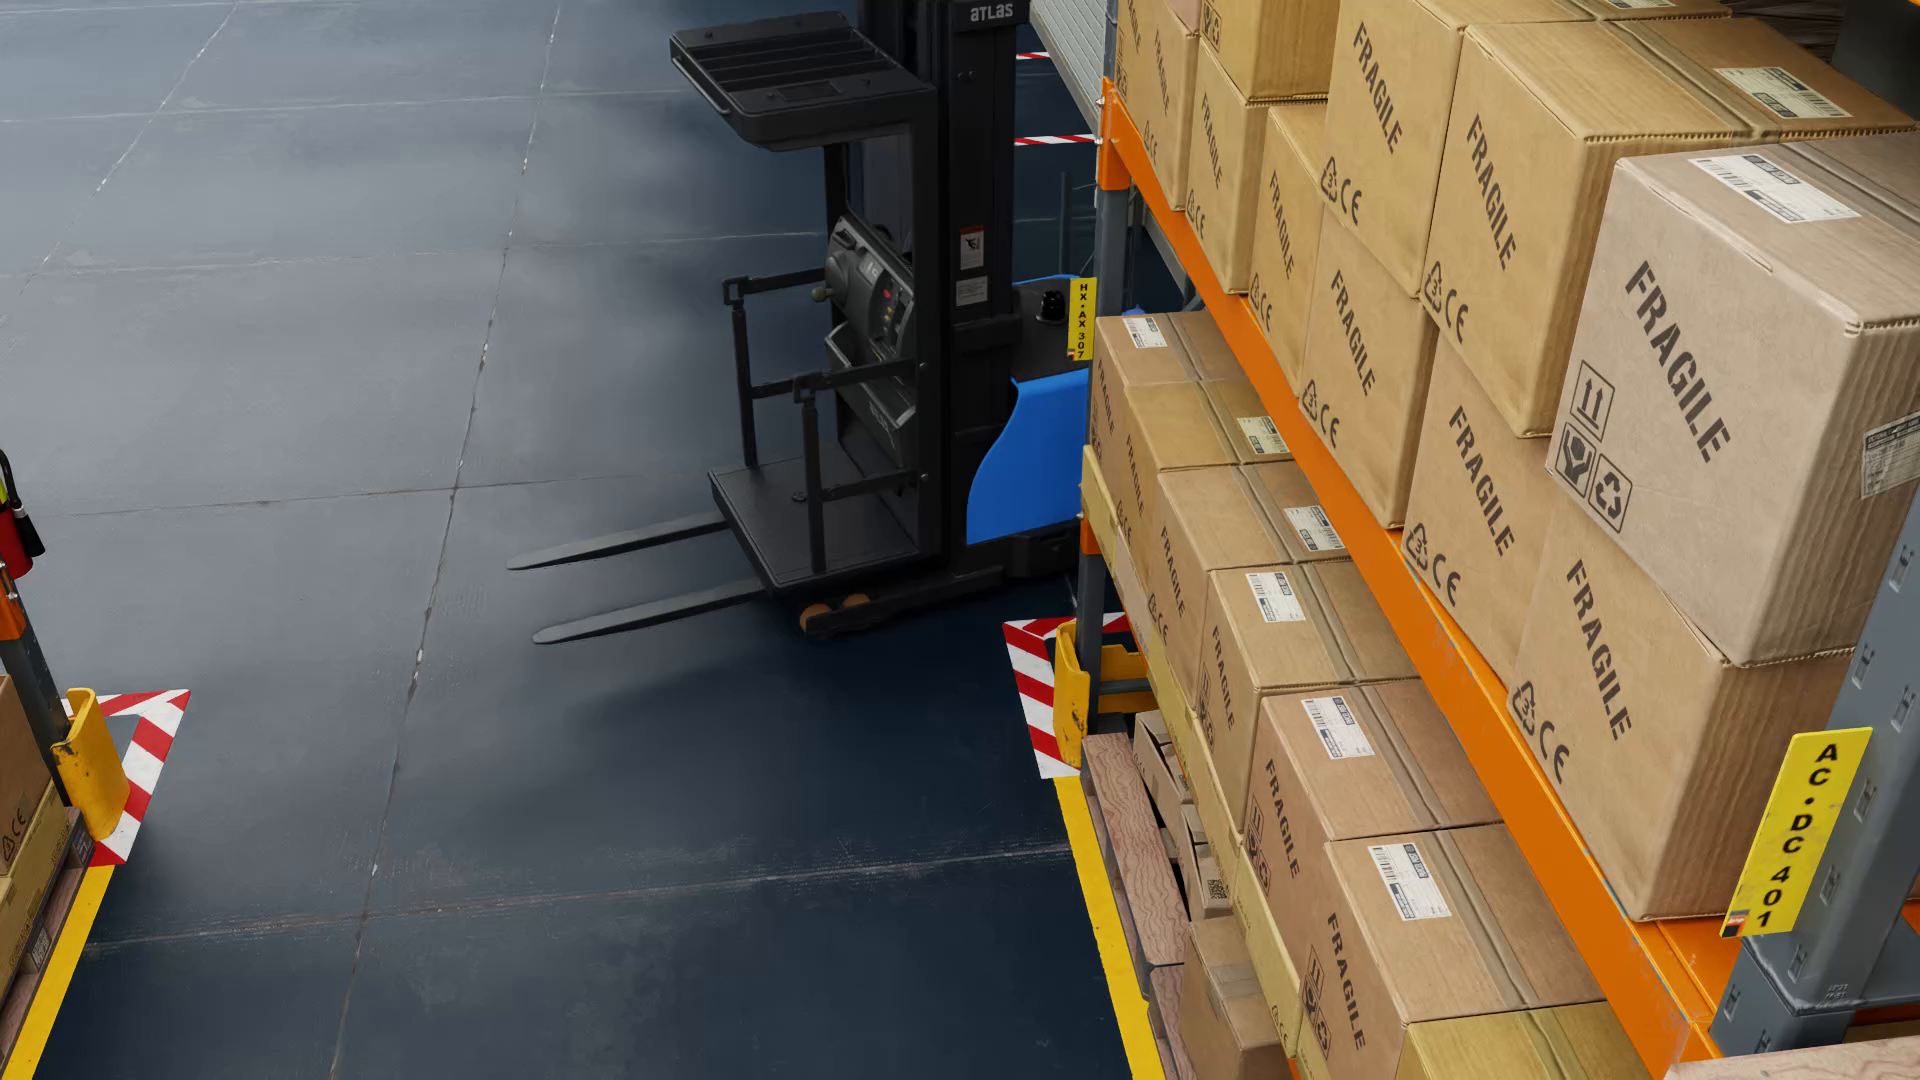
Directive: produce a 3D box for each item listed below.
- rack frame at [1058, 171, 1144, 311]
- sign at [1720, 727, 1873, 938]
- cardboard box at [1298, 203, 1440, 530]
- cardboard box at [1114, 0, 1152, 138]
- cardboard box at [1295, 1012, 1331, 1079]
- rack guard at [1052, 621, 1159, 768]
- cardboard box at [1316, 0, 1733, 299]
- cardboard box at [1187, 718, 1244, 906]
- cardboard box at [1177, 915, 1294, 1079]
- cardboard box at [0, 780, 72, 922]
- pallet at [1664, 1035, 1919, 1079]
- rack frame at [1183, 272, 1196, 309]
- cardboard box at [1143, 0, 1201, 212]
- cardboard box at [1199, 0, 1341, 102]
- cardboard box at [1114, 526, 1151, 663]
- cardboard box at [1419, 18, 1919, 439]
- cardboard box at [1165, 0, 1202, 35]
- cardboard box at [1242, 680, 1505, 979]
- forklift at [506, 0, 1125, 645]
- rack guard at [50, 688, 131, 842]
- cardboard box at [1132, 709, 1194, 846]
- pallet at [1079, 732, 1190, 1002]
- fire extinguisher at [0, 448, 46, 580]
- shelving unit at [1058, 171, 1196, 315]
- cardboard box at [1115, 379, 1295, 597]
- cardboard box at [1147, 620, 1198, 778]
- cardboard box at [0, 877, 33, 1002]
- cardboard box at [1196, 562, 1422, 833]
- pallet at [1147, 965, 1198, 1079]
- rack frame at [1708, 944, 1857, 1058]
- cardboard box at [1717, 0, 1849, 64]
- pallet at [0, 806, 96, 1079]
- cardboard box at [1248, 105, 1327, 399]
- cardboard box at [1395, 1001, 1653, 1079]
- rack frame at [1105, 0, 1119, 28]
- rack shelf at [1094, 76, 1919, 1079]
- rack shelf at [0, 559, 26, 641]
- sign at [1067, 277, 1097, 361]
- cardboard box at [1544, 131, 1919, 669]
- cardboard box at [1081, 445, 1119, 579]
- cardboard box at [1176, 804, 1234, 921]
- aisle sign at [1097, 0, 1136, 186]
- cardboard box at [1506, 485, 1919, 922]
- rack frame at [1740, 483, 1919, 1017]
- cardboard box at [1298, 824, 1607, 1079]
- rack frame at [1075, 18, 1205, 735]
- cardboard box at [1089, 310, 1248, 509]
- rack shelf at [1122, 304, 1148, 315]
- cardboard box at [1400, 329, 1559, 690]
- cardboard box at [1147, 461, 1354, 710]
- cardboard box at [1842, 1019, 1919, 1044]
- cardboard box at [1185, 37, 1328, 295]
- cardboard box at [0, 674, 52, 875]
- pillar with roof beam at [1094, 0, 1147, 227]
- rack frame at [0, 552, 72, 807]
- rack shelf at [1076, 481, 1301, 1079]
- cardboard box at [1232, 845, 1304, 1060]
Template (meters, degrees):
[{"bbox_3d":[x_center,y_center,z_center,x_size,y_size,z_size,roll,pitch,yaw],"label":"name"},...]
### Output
[{"bbox_3d":[0.729,-1.274,8.788,0.500,1.500,0.032,-19,39,-25],"label":"rack frame"},{"bbox_3d":[0.981,0.349,1.952,0.100,0.325,0.005,-4,35,-6],"label":"sign"},{"bbox_3d":[1.037,-0.385,3.381,0.500,0.500,0.500,-6,35,-8],"label":"cardboard box"},{"bbox_3d":[0.777,-1.559,5.104,0.500,0.500,0.500,-4,34,-5],"label":"cardboard box"},{"bbox_3d":[1.094,1.290,3.809,0.500,0.250,0.500,-4,35,-6],"label":"cardboard box"},{"bbox_3d":[0.990,0.600,6.926,1.175,0.500,0.348,-4,35,-6],"label":"rack guard"},{"bbox_3d":[1.016,-0.800,3.103,0.500,0.500,0.500,-6,35,-8],"label":"cardboard box"},{"bbox_3d":[0.943,0.730,4.630,0.500,0.250,0.500,-4,34,-6],"label":"cardboard box"},{"bbox_3d":[1.109,1.500,5.215,0.700,0.500,0.500,-6,35,-9],"label":"cardboard box"},{"bbox_3d":[-3.564,1.141,5.980,0.500,0.250,0.500,-4,35,-6],"label":"cardboard box"},{"bbox_3d":[1.495,0.947,1.700,1.213,0.211,1.003,-4,35,-6],"label":"pallet"},{"bbox_3d":[1.256,-0.784,8.069,0.500,1.500,0.032,-19,39,-25],"label":"rack frame"},{"bbox_3d":[0.813,-1.257,4.660,0.500,0.500,0.500,-2,34,-3],"label":"cardboard box"},{"bbox_3d":[0.888,-1.376,3.947,0.500,0.500,0.500,-3,34,-5],"label":"cardboard box"},{"bbox_3d":[0.814,0.163,5.462,0.500,0.250,0.500,-5,35,-8],"label":"cardboard box"},{"bbox_3d":[1.097,-0.511,2.679,0.500,0.500,0.500,-3,34,-4],"label":"cardboard box"},{"bbox_3d":[0.808,-1.661,4.365,0.500,0.500,0.500,-5,35,-7],"label":"cardboard box"},{"bbox_3d":[1.017,0.700,4.009,0.500,0.500,0.500,-5,35,-8],"label":"cardboard box"},{"bbox_3d":[-0.585,-1.091,7.249,3.031,2.935,1.130,-14,37,-19],"label":"forklift"},{"bbox_3d":[-3.932,0.921,6.454,1.175,0.500,0.348,-4,35,-6],"label":"rack guard"},{"bbox_3d":[0.983,0.847,6.341,0.500,0.311,0.500,-8,35,-12],"label":"cardboard box"},{"bbox_3d":[1.064,1.175,6.338,1.003,0.211,1.213,-4,35,-6],"label":"pallet"},{"bbox_3d":[-3.484,-0.167,5.901,0.296,0.674,0.183,-4,35,-6],"label":"fire extinguisher"},{"bbox_3d":[0.992,-1.029,8.428,0.538,1.500,1.048,-19,39,-25],"label":"shelving unit"},{"bbox_3d":[0.802,-0.166,5.280,0.500,0.500,0.500,-4,35,-6],"label":"cardboard box"},{"bbox_3d":[0.877,0.448,5.045,0.500,0.250,0.500,-5,35,-7],"label":"cardboard box"},{"bbox_3d":[-3.485,1.419,5.572,0.500,0.250,0.500,-4,35,-6],"label":"cardboard box"},{"bbox_3d":[0.947,0.410,4.434,0.500,0.500,0.500,-3,34,-5],"label":"cardboard box"},{"bbox_3d":[1.225,1.854,5.341,1.003,0.211,1.213,-4,35,-6],"label":"pallet"},{"bbox_3d":[1.517,1.757,3.009,1.000,3.000,0.127,-4,35,-6],"label":"rack frame"},{"bbox_3d":[1.485,-1.095,3.536,0.500,0.500,0.500,-4,35,-6],"label":"cardboard box"},{"bbox_3d":[-3.785,1.477,5.894,1.003,0.211,1.213,-4,35,-6],"label":"pallet"},{"bbox_3d":[0.980,-0.670,3.799,0.500,0.500,0.500,-2,34,-3],"label":"cardboard box"},{"bbox_3d":[1.147,1.260,3.187,0.500,0.500,0.500,-4,35,-6],"label":"cardboard box"},{"bbox_3d":[0.979,-2.955,4.595,1.000,3.000,0.127,-4,35,-6],"label":"rack frame"},{"bbox_3d":[1.248,-0.302,4.004,1.077,0.370,4.000,-4,35,-6],"label":"rack shelf"},{"bbox_3d":[-3.660,1.315,4.296,1.077,0.370,4.000,-4,35,-6],"label":"rack shelf"},{"bbox_3d":[0.442,-0.792,5.980,0.100,0.325,0.005,-4,35,-6],"label":"sign"},{"bbox_3d":[1.181,-0.205,2.229,0.500,0.500,0.500,-7,35,-10],"label":"cardboard box"},{"bbox_3d":[0.730,-0.126,5.886,0.500,0.250,0.500,-5,35,-8],"label":"cardboard box"},{"bbox_3d":[1.060,1.165,5.874,0.500,0.311,0.500,-2,34,-2],"label":"cardboard box"},{"bbox_3d":[0.672,-1.567,5.578,0.394,0.787,0.004,-4,35,-6],"label":"aisle sign"},{"bbox_3d":[1.204,0.203,2.518,0.500,0.500,0.500,-3,34,-5],"label":"cardboard box"},{"bbox_3d":[1.517,-0.723,1.319,1.000,3.000,0.127,-4,35,-6],"label":"rack frame"},{"bbox_3d":[1.074,0.982,3.595,0.500,0.500,0.500,-5,35,-7],"label":"cardboard box"},{"bbox_3d":[0.979,-0.476,6.284,1.000,3.000,0.127,-4,35,-6],"label":"rack frame"},{"bbox_3d":[0.746,-0.443,5.685,0.500,0.500,0.500,-4,35,-6],"label":"cardboard box"},{"bbox_3d":[0.992,-0.880,8.530,0.538,0.185,1.000,-19,39,-25],"label":"rack shelf"},{"bbox_3d":[1.149,-0.079,2.932,0.500,0.500,0.500,-7,35,-10],"label":"cardboard box"},{"bbox_3d":[0.865,0.123,4.856,0.500,0.500,0.500,-5,35,-8],"label":"cardboard box"},{"bbox_3d":[1.661,1.222,3.242,0.500,0.500,0.500,-5,35,-7],"label":"cardboard box"},{"bbox_3d":[0.887,-0.967,4.236,0.500,0.500,0.500,-3,34,-4],"label":"cardboard box"},{"bbox_3d":[-3.562,0.831,5.770,0.500,0.500,0.500,-4,35,-6],"label":"cardboard box"},{"bbox_3d":[-3.142,-5.652,8.552,9.100,9.000,0.400,-4,35,-6],"label":"pillar with roof beam"},{"bbox_3d":[-3.929,-0.098,5.731,1.000,3.000,0.127,-4,35,-6],"label":"rack frame"},{"bbox_3d":[1.248,0.938,4.849,1.077,0.370,4.000,-4,35,-6],"label":"rack shelf"},{"bbox_3d":[1.011,1.011,4.219,0.500,0.250,0.500,-5,35,-7],"label":"cardboard box"}]
